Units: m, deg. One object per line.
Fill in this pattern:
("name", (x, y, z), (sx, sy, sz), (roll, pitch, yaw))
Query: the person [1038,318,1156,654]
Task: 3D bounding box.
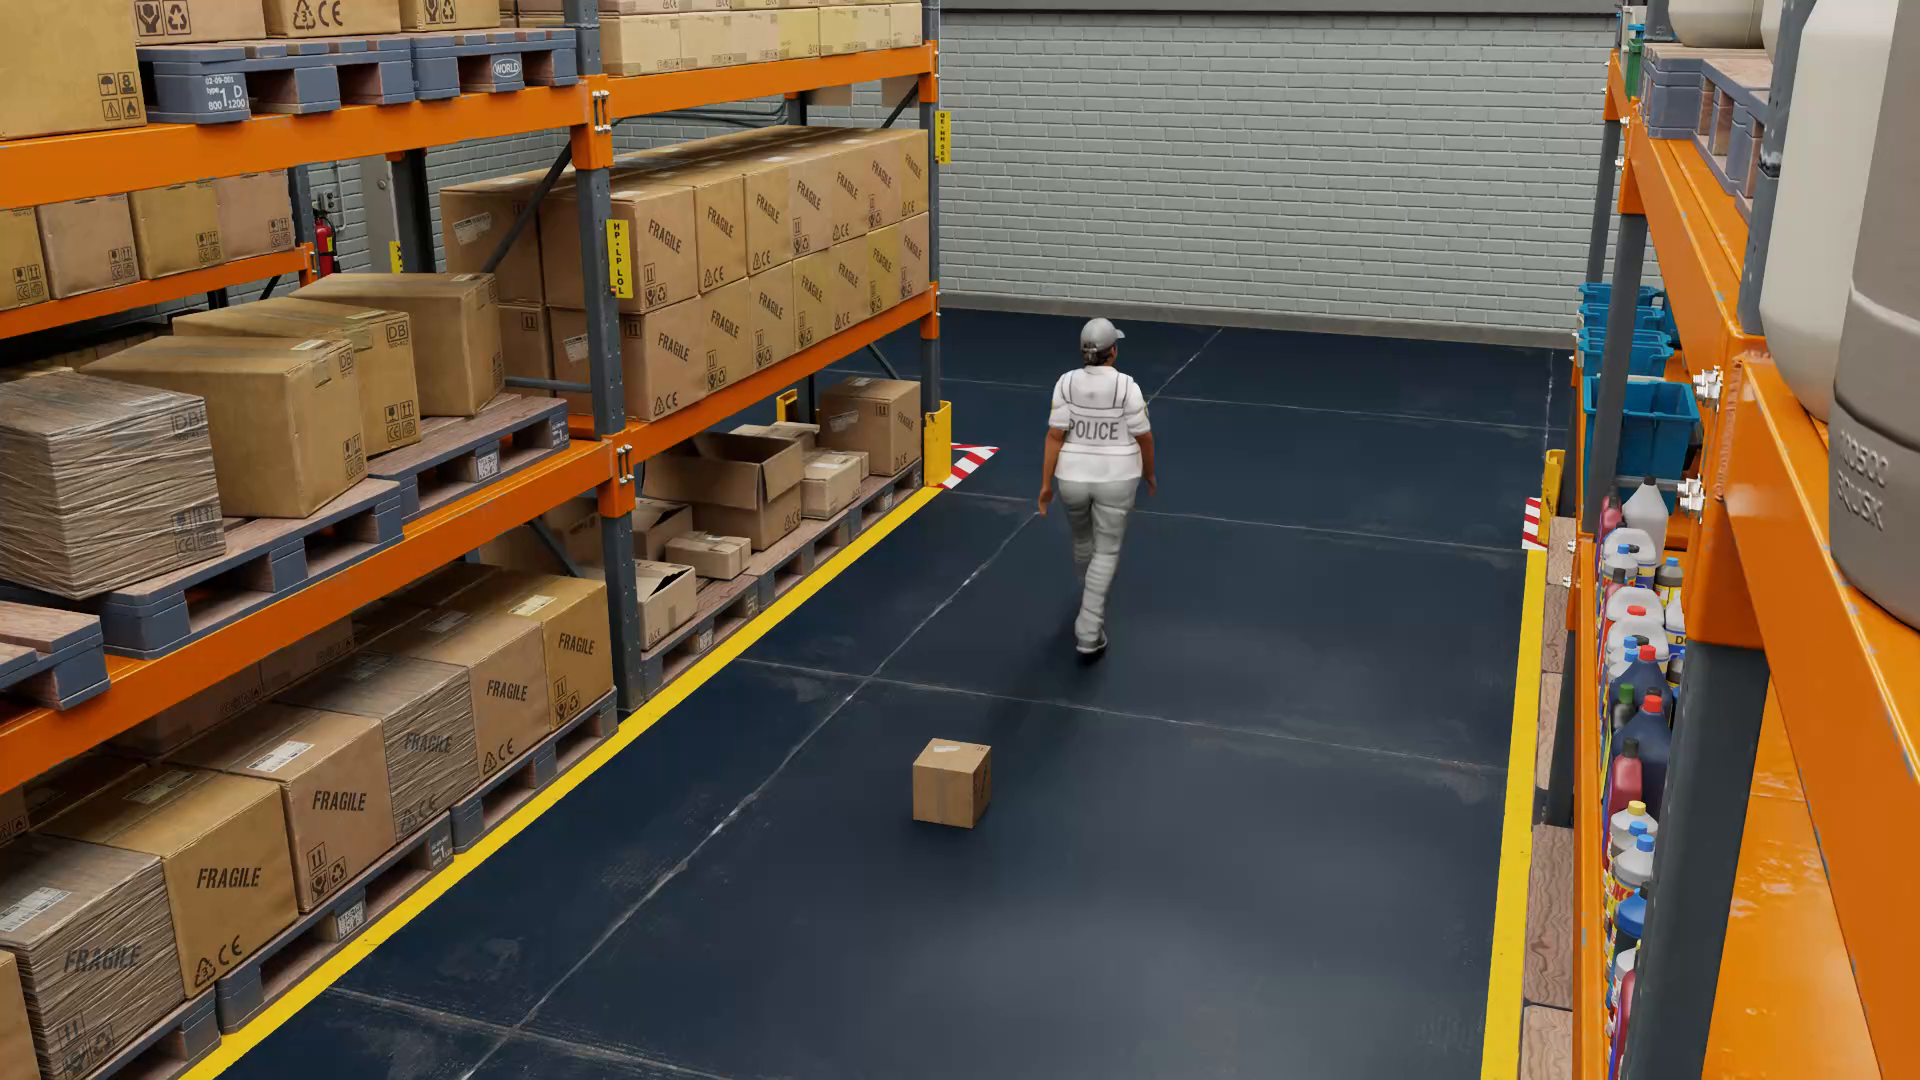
("person", (0.723, -0.330, 8.330), (0.514, 1.606, 0.993), (9, 21, 24))
